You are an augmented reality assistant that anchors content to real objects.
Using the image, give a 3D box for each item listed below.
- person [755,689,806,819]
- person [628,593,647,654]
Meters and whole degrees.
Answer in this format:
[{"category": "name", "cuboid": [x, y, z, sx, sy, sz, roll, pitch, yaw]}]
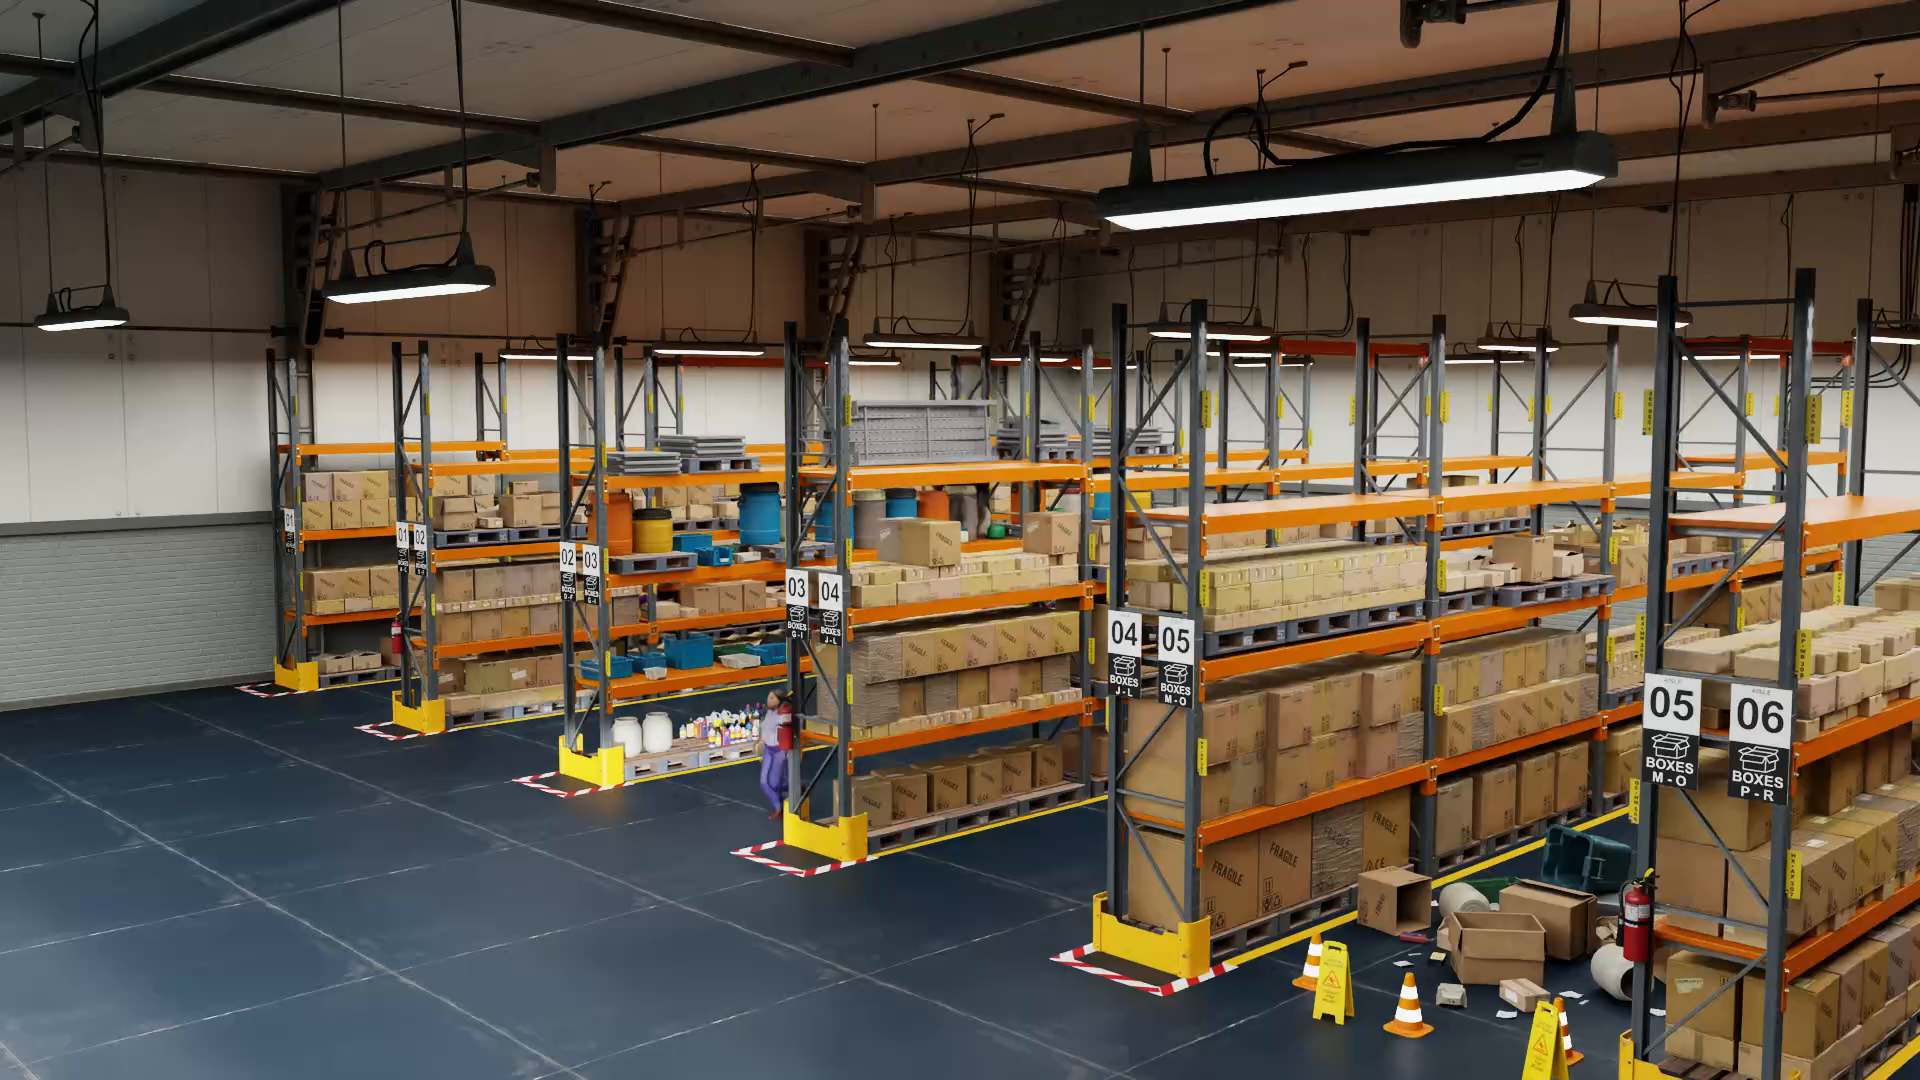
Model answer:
[{"category": "person", "cuboid": [-2.209, 2.622, 20.432, 0.576, 1.598, 0.604, -5, 7, -44]}, {"category": "person", "cuboid": [-6.053, 1.600, 30.814, 0.683, 1.808, 0.845, 4, 6, 37]}]
